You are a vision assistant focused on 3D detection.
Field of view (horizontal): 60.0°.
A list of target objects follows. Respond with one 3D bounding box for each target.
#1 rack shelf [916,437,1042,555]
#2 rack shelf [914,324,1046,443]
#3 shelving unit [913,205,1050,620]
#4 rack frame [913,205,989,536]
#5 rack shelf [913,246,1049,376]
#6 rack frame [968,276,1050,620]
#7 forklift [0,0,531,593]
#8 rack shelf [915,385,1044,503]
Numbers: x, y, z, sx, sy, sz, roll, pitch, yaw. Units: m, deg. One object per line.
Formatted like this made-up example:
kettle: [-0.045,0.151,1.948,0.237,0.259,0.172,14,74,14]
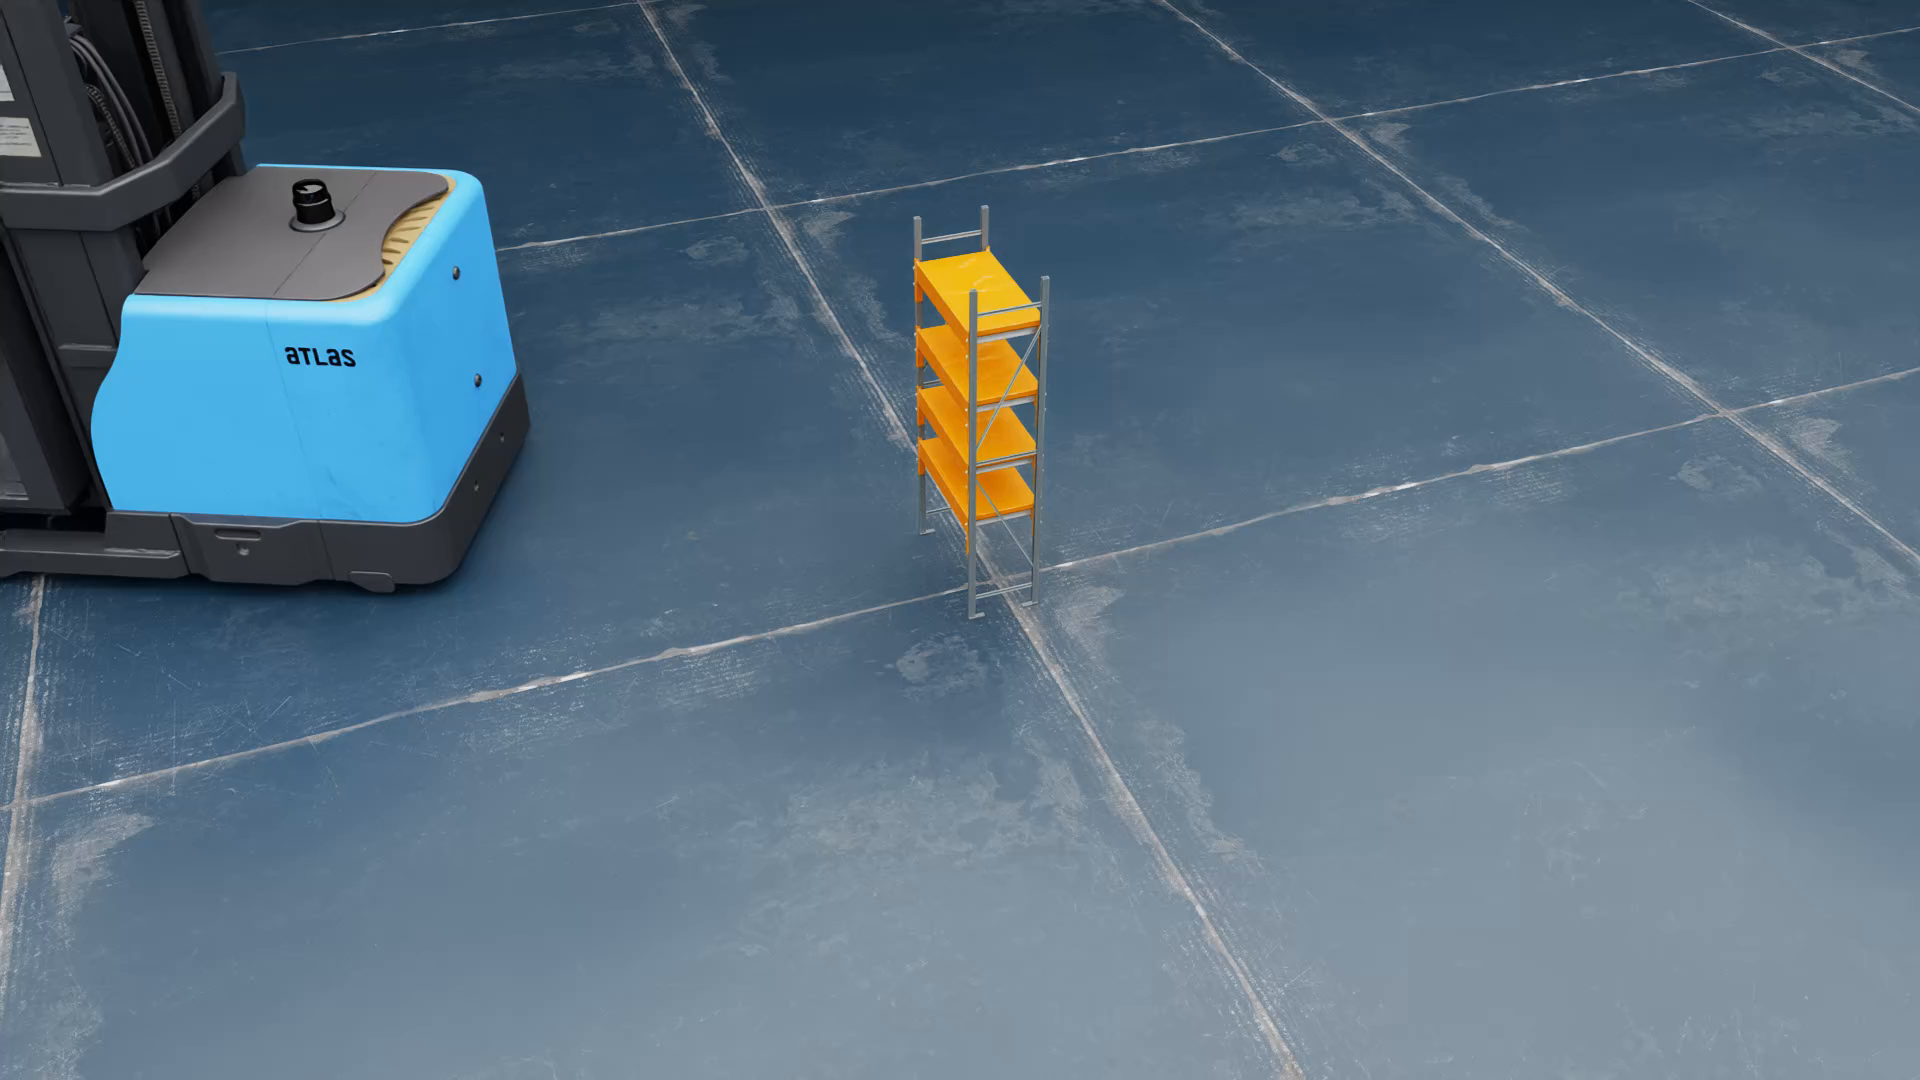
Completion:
rack shelf: [0.057,-0.173,5.425,0.258,0.148,0.480,-12,39,-16]
rack shelf: [0.057,-0.511,5.171,0.258,0.148,0.480,-12,39,-16]
shelving unit: [0.057,-0.386,5.265,0.258,1.200,0.503,-12,39,-16]
rack frame: [-0.027,-0.524,5.448,0.240,1.200,0.015,-12,39,-16]
rack shelf: [0.057,-0.700,5.028,0.258,0.148,0.480,-12,39,-16]
rack frame: [0.141,-0.248,5.082,0.240,1.200,0.015,-12,39,-16]
forklift: [-3.142,-1.347,5.102,3.031,2.935,1.130,3,37,4]
rack shelf: [0.057,-0.332,5.305,0.258,0.148,0.480,-12,39,-16]
